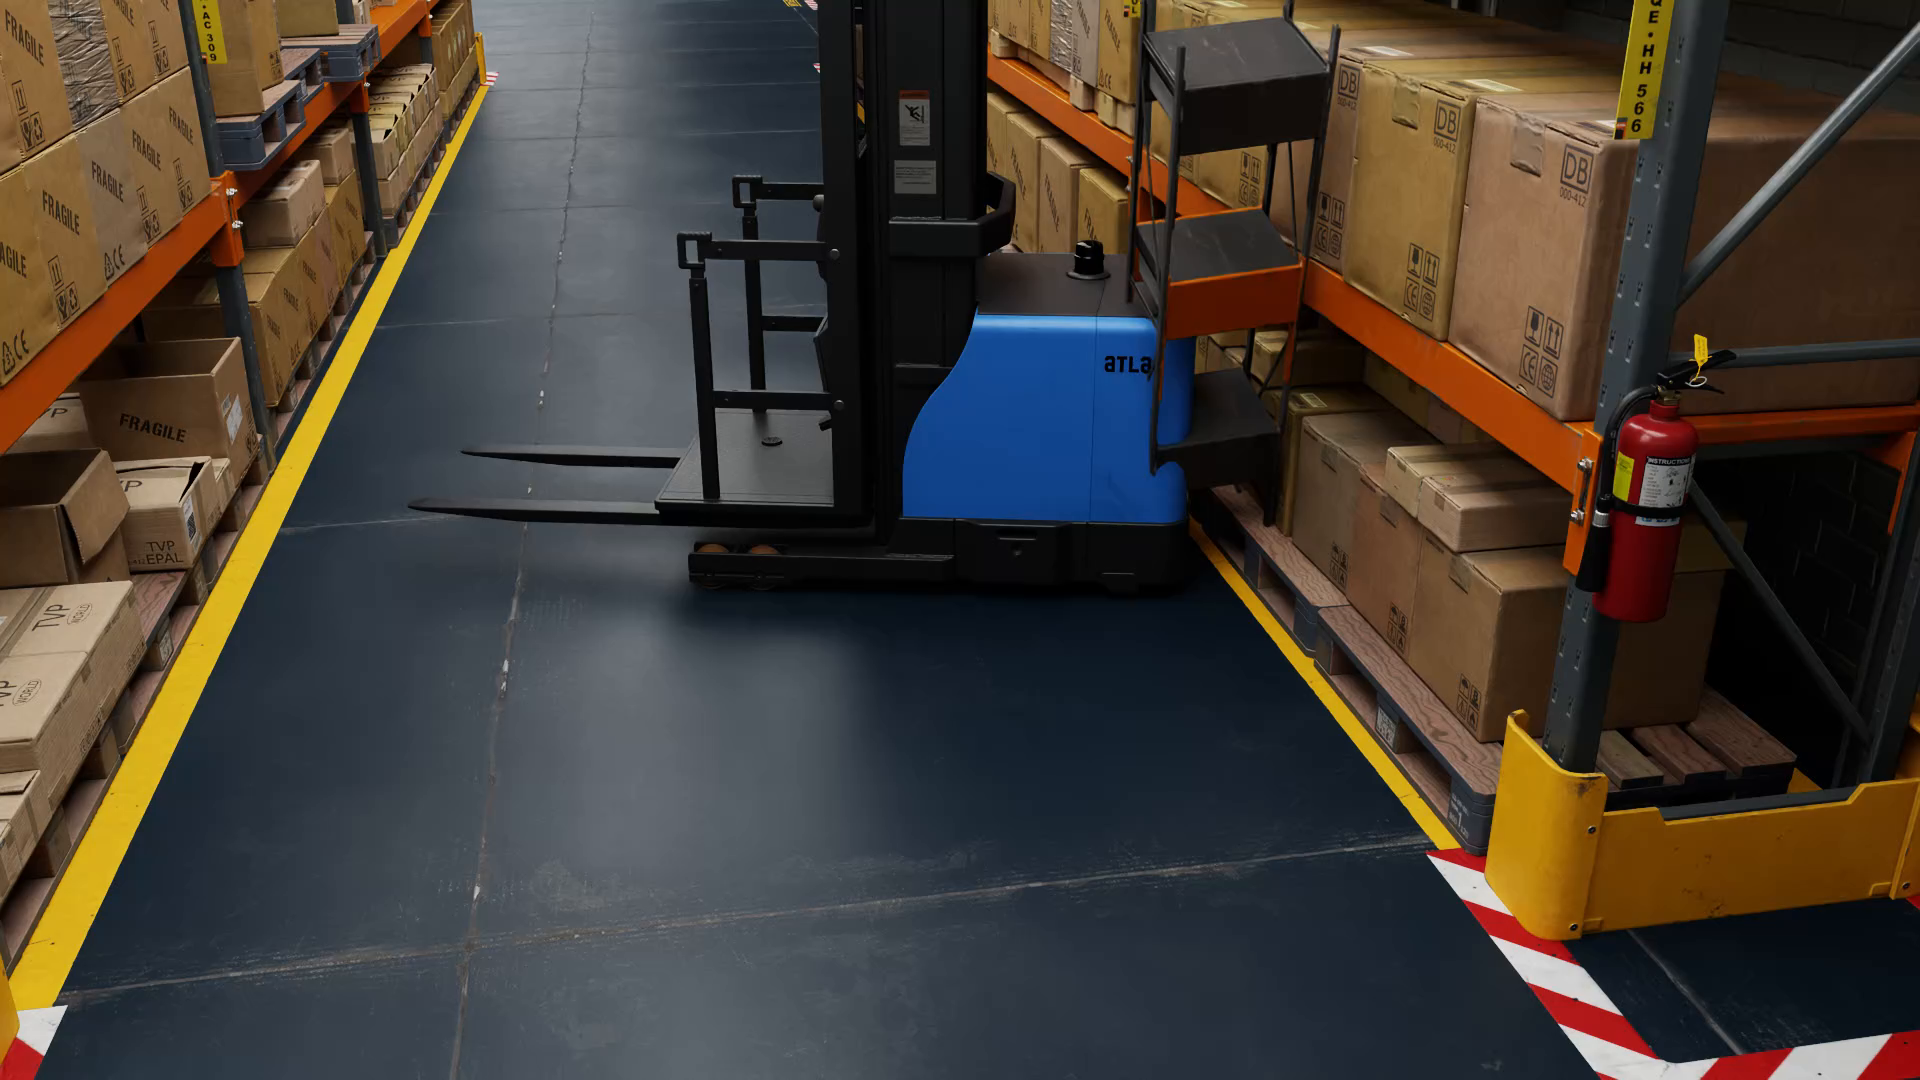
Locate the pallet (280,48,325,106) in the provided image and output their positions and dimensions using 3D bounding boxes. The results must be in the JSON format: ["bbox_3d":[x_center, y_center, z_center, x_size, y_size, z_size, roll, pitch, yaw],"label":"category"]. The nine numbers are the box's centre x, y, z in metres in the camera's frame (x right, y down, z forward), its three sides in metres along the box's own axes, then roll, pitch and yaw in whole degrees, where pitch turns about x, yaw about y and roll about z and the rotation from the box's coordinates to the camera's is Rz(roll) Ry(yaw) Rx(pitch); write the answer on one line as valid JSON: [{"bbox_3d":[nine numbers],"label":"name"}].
[{"bbox_3d":[-3.940,-2.368,8.663,1.003,0.211,1.213,-4,24,-10],"label":"pallet"}]

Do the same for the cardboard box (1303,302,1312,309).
[{"bbox_3d":[1.509,-1.129,7.375,0.380,0.149,0.250,-4,24,-10],"label":"cardboard box"}]

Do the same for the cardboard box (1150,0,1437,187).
[{"bbox_3d":[1.388,-1.938,7.064,0.980,0.700,0.700,-4,24,-9],"label":"cardboard box"}]

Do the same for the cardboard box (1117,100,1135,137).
[{"bbox_3d":[0.963,-2.021,7.918,0.380,0.149,0.250,-4,24,-9],"label":"cardboard box"}]

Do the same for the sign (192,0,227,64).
[{"bbox_3d":[-3.032,-2.087,6.698,0.100,0.325,0.005,-4,24,-10],"label":"sign"}]

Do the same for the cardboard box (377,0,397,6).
[{"bbox_3d":[-4.700,-4.400,13.244,0.396,0.266,0.258,-5,24,-11],"label":"cardboard box"}]

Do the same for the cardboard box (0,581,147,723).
[{"bbox_3d":[-2.831,0.357,5.071,0.500,0.250,0.500,-4,24,-10],"label":"cardboard box"}]

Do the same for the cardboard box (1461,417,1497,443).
[{"bbox_3d":[1.895,-0.317,5.516,0.380,0.149,0.250,-4,24,-9],"label":"cardboard box"}]

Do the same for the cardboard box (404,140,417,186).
[{"bbox_3d":[-4.308,-2.782,12.283,0.500,0.250,0.500,-5,24,-11],"label":"cardboard box"}]

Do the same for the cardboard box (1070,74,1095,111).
[{"bbox_3d":[0.783,-2.323,8.611,0.380,0.149,0.250,-4,24,-10],"label":"cardboard box"}]

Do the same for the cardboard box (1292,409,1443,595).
[{"bbox_3d":[1.629,-0.151,5.946,0.700,0.500,0.500,-5,24,-11],"label":"cardboard box"}]

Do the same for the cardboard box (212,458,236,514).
[{"bbox_3d":[-3.052,-0.196,6.463,0.380,0.149,0.250,-4,24,-10],"label":"cardboard box"}]

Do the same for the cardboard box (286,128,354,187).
[{"bbox_3d":[-3.886,-2.248,9.785,0.500,0.250,0.500,-3,24,-8],"label":"cardboard box"}]

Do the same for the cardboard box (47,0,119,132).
[{"bbox_3d":[-3.026,-1.571,5.226,0.500,0.500,0.500,-4,24,-9],"label":"cardboard box"}]

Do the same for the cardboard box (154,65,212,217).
[{"bbox_3d":[-3.219,-1.515,6.346,0.500,0.500,0.500,-4,24,-9],"label":"cardboard box"}]

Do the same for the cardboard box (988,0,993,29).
[{"bbox_3d":[0.402,-3.569,10.654,0.500,0.500,0.500,-4,24,-8],"label":"cardboard box"}]

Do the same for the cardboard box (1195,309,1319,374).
[{"bbox_3d":[1.341,-0.760,7.341,0.700,0.500,0.500,-4,24,-9],"label":"cardboard box"}]

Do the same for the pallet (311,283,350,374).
[{"bbox_3d":[-3.981,-1.167,9.158,1.003,0.211,1.213,-4,24,-10],"label":"pallet"}]

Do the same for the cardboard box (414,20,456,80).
[{"bbox_3d":[-4.922,-4.471,15.213,0.500,0.500,0.500,-4,24,-10],"label":"cardboard box"}]

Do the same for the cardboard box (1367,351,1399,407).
[{"bbox_3d":[1.753,-0.617,6.204,0.380,0.149,0.250,-5,24,-11],"label":"cardboard box"}]

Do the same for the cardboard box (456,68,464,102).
[{"bbox_3d":[-5.006,-4.325,15.815,0.500,0.250,0.500,-4,24,-10],"label":"cardboard box"}]

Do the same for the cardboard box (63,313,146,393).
[{"bbox_3d":[-3.937,-0.876,7.581,0.500,0.500,0.500,-4,24,-10],"label":"cardboard box"}]

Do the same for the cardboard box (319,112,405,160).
[{"bbox_3d":[-4.217,-2.843,11.722,0.500,0.311,0.500,-5,24,-11],"label":"cardboard box"}]

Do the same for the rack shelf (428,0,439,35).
[{"bbox_3d":[-5.413,-5.250,15.923,1.077,0.370,4.000,-4,24,-10],"label":"rack shelf"}]

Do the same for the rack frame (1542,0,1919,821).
[{"bbox_3d":[2.043,-0.441,4.013,1.000,3.000,0.127,-4,24,-10],"label":"rack frame"}]

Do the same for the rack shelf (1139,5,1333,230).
[{"bbox_3d":[0.865,-1.360,5.348,0.480,0.518,0.431,-9,43,-8],"label":"rack shelf"}]

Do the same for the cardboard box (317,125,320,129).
[{"bbox_3d":[-4.745,-2.801,11.626,0.500,0.311,0.500,-5,24,-11],"label":"cardboard box"}]

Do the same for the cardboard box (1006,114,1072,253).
[{"bbox_3d":[0.727,-2.152,10.090,0.750,0.750,0.750,-4,24,-10],"label":"cardboard box"}]

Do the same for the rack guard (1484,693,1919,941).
[{"bbox_3d":[2.048,0.713,4.492,1.175,0.500,0.348,-4,24,-10],"label":"rack guard"}]

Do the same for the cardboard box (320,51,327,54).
[{"bbox_3d":[-4.328,-3.326,10.728,0.500,0.311,0.500,-3,24,-6],"label":"cardboard box"}]

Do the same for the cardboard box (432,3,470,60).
[{"bbox_3d":[-5.192,-5.062,16.566,0.500,0.500,0.500,-4,24,-10],"label":"cardboard box"}]

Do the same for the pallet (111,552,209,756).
[{"bbox_3d":[-3.209,0.382,5.611,1.003,0.211,1.213,-4,24,-10],"label":"pallet"}]

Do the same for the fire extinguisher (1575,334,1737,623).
[{"bbox_3d":[1.618,-0.142,3.889,0.296,0.674,0.183,-4,24,-10],"label":"fire extinguisher"}]

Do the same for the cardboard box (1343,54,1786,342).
[{"bbox_3d":[1.794,-1.064,5.064,0.980,0.700,0.700,-4,24,-10],"label":"cardboard box"}]

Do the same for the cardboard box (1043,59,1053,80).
[{"bbox_3d":[0.691,-2.733,9.549,0.380,0.149,0.250,-4,24,-9],"label":"cardboard box"}]

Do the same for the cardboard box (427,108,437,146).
[{"bbox_3d":[-4.590,-3.385,13.664,0.500,0.250,0.500,-5,24,-11],"label":"cardboard box"}]

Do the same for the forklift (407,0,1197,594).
[{"bbox_3d":[-0.628,-1.361,6.204,3.031,2.935,1.130,2,24,4],"label":"forklift"}]

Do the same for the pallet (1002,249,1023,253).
[{"bbox_3d":[0.858,-1.516,9.957,1.003,0.211,1.213,-4,24,-10],"label":"pallet"}]

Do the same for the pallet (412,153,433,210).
[{"bbox_3d":[-4.640,-2.748,12.778,1.003,0.211,1.213,-4,24,-10],"label":"pallet"}]

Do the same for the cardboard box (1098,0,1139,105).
[{"bbox_3d":[0.970,-2.369,7.905,0.500,0.500,0.500,-5,24,-11],"label":"cardboard box"}]

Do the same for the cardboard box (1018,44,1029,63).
[{"bbox_3d":[0.569,-3.035,10.241,0.380,0.149,0.250,-5,24,-10],"label":"cardboard box"}]

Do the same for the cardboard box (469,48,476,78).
[{"bbox_3d":[-5.289,-4.914,17.165,0.500,0.250,0.500,-4,24,-10],"label":"cardboard box"}]

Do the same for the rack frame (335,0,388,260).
[{"bbox_3d":[-4.304,-3.220,10.375,1.000,3.000,0.127,-4,24,-10],"label":"rack frame"}]

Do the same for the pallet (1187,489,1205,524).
[{"bbox_3d":[1.367,-0.432,7.476,1.003,0.211,1.213,-4,24,-10],"label":"pallet"}]

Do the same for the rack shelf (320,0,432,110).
[{"bbox_3d":[-4.674,-3.677,12.320,1.077,0.370,4.000,-4,24,-10],"label":"rack shelf"}]

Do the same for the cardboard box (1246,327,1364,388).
[{"bbox_3d":[1.322,-0.704,6.402,0.380,0.149,0.250,-5,24,-11],"label":"cardboard box"}]

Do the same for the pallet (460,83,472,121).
[{"bbox_3d":[-5.378,-4.312,16.360,1.003,0.211,1.213,-4,24,-10],"label":"pallet"}]

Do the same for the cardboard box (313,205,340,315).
[{"bbox_3d":[-3.702,-1.516,9.047,0.500,0.500,0.500,-5,24,-12],"label":"cardboard box"}]

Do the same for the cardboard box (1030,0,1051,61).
[{"bbox_3d":[0.684,-2.963,9.266,0.500,0.500,0.500,-4,24,-8],"label":"cardboard box"}]

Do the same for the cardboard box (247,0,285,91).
[{"bbox_3d":[-3.621,-2.354,7.742,0.700,0.500,0.500,-1,24,-1],"label":"cardboard box"}]

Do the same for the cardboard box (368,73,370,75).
[{"bbox_3d":[-5.212,-3.802,13.917,0.500,0.311,0.500,-4,24,-10],"label":"cardboard box"}]

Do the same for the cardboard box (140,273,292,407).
[{"bbox_3d":[-3.414,-0.911,7.662,0.500,0.500,0.500,-5,24,-12],"label":"cardboard box"}]

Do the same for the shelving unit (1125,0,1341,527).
[{"bbox_3d":[0.879,-0.852,5.810,0.503,2.100,0.431,-9,43,-8],"label":"shelving unit"}]

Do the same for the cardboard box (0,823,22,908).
[{"bbox_3d":[-2.564,0.841,4.088,0.380,0.149,0.250,-4,24,-10],"label":"cardboard box"}]

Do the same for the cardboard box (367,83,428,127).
[{"bbox_3d":[-4.494,-3.444,13.098,0.500,0.311,0.500,-4,24,-10],"label":"cardboard box"}]

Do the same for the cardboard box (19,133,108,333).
[{"bbox_3d":[-2.929,-0.910,4.961,0.500,0.500,0.500,-4,24,-9],"label":"cardboard box"}]
